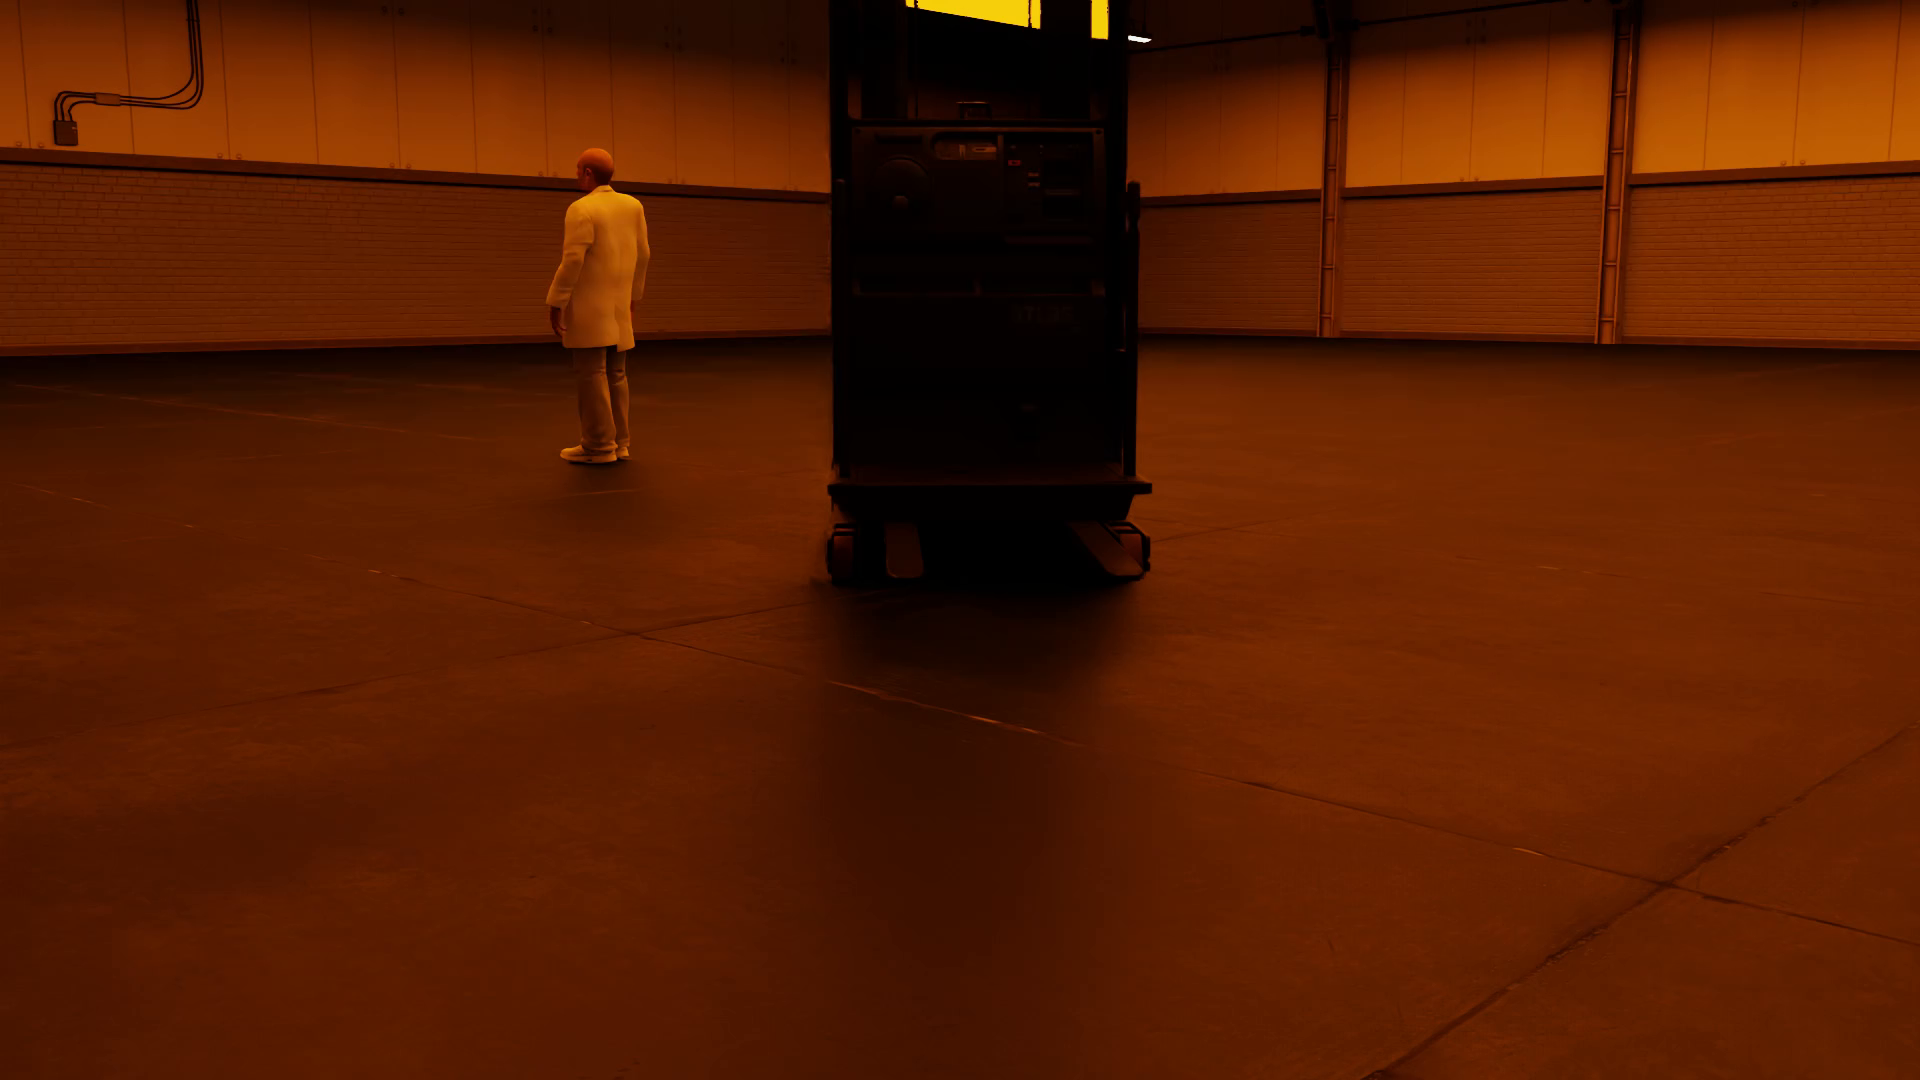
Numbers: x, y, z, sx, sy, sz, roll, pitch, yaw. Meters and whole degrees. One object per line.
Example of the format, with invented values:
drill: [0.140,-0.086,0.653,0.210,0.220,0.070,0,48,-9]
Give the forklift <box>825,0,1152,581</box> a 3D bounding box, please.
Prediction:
forklift: [0.081,-1.353,5.857,1.130,2.935,3.031,0,9,-3]

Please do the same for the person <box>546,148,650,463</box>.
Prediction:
person: [-2.151,-1.337,9.578,0.580,1.777,0.698,6,10,33]
